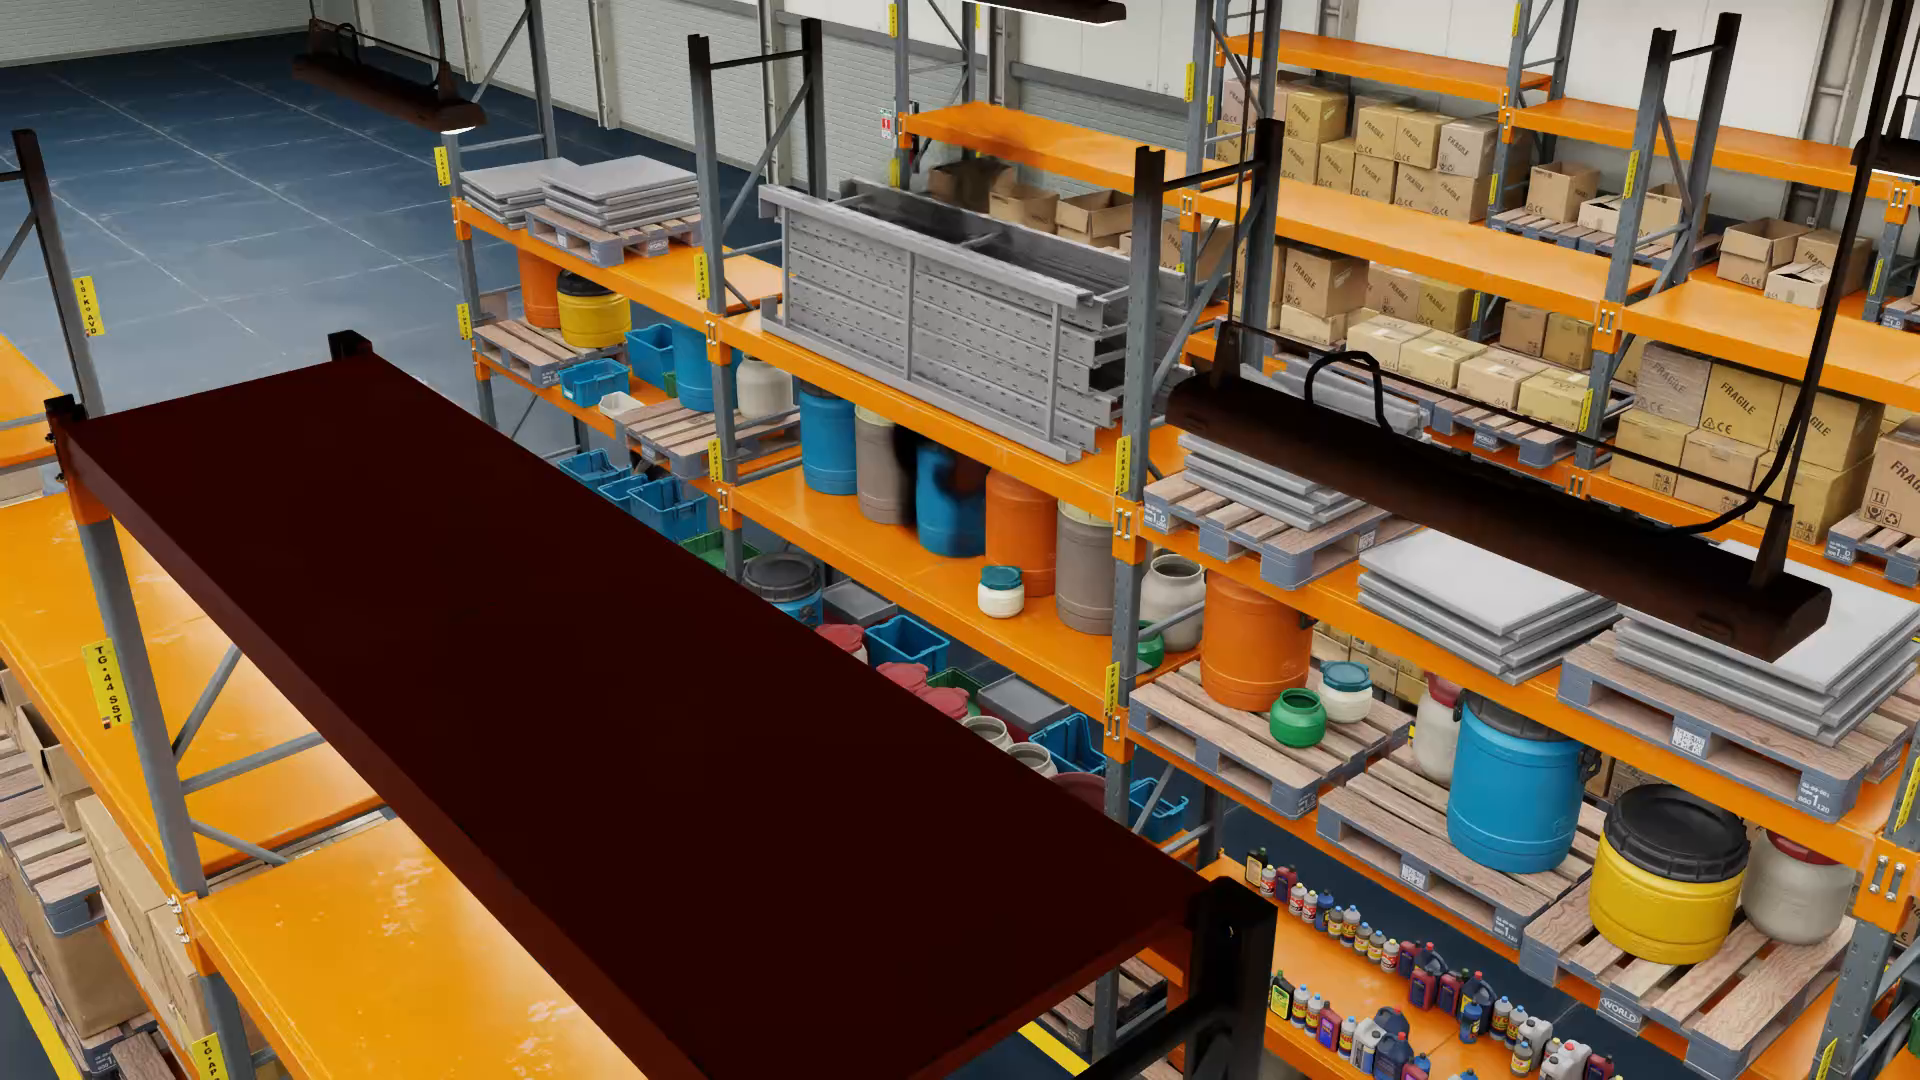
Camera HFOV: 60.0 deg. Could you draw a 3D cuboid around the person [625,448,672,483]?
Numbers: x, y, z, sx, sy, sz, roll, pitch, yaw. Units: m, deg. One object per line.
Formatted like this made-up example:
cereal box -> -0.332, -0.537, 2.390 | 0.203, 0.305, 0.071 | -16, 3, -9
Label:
person -> -3.109, -0.642, 16.941 | 0.846, 1.756, 0.673 | 10, 29, 20
